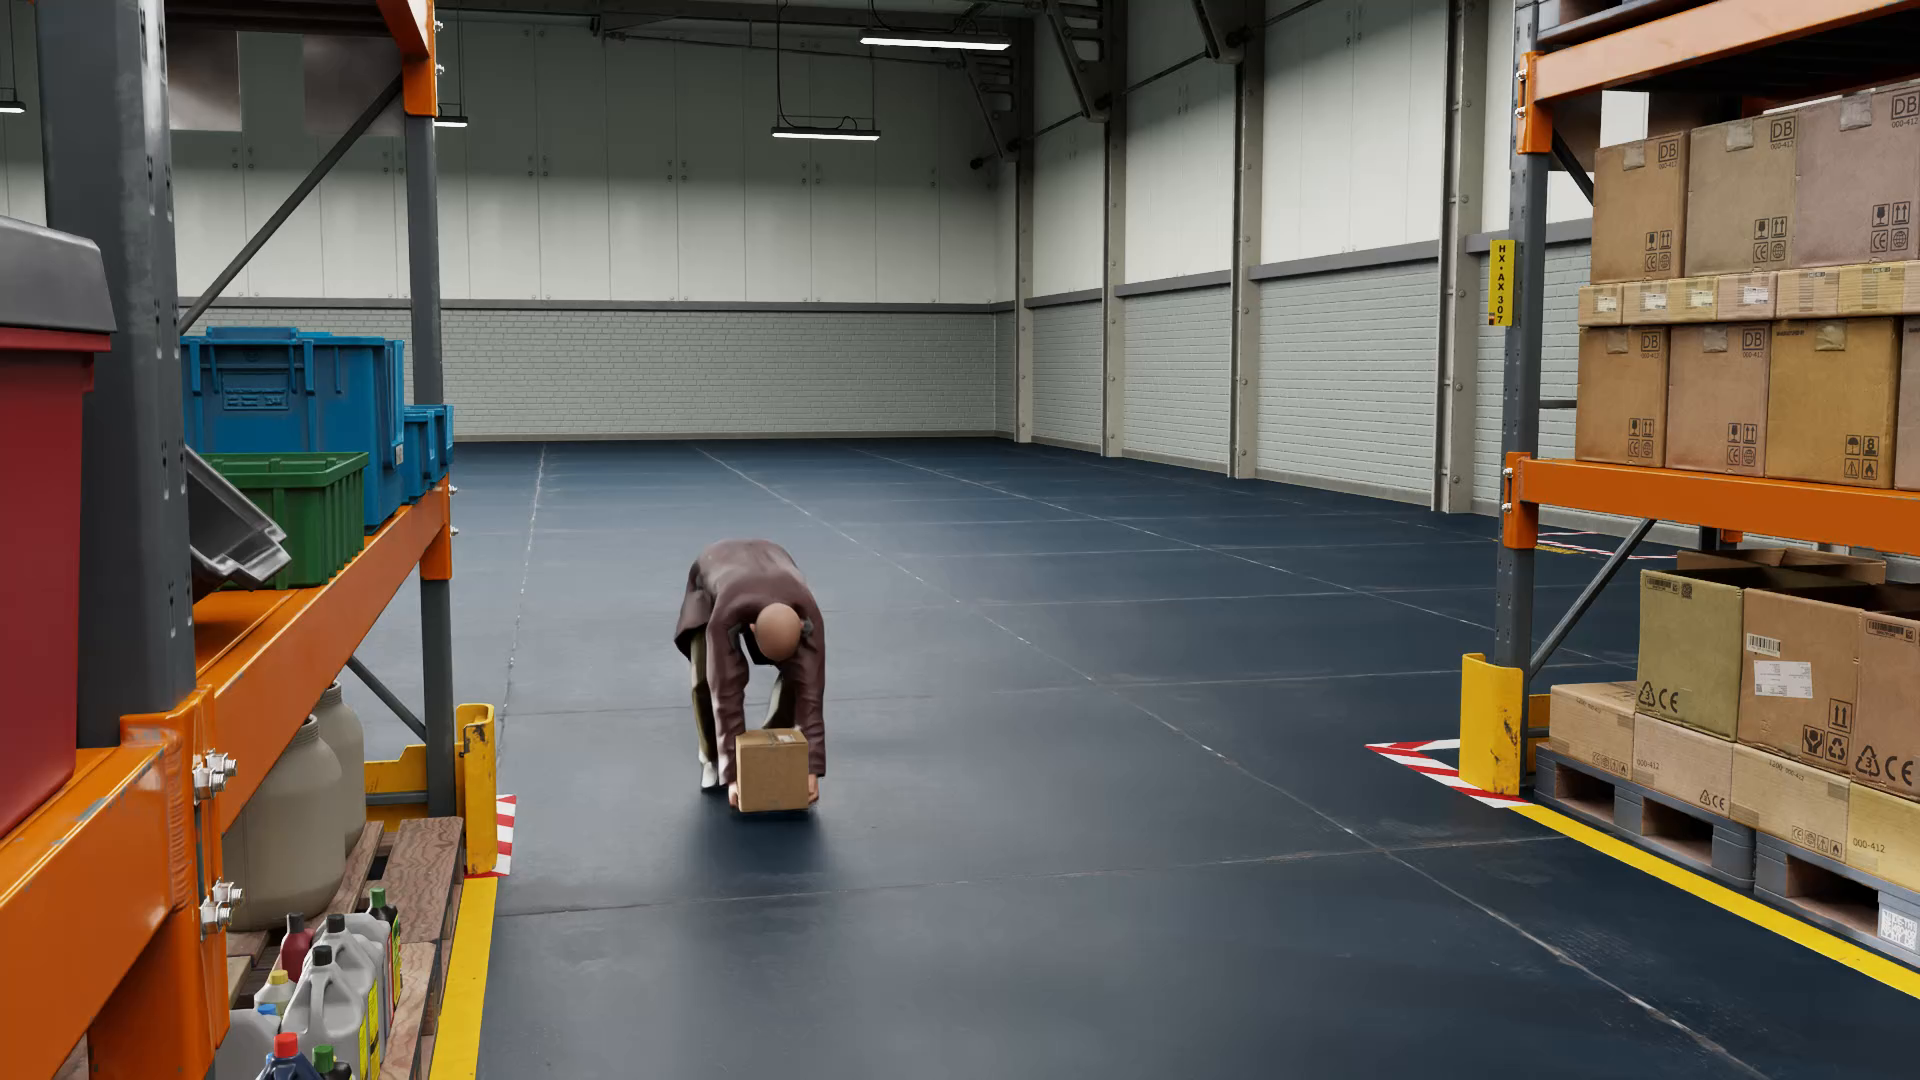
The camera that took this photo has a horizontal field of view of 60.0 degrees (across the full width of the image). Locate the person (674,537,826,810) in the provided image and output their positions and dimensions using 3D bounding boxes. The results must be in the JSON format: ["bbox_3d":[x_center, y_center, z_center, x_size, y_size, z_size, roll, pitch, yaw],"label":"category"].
[{"bbox_3d":[-0.798,0.495,6.457,0.585,0.981,0.942,-2,6,-16],"label":"person"}]
